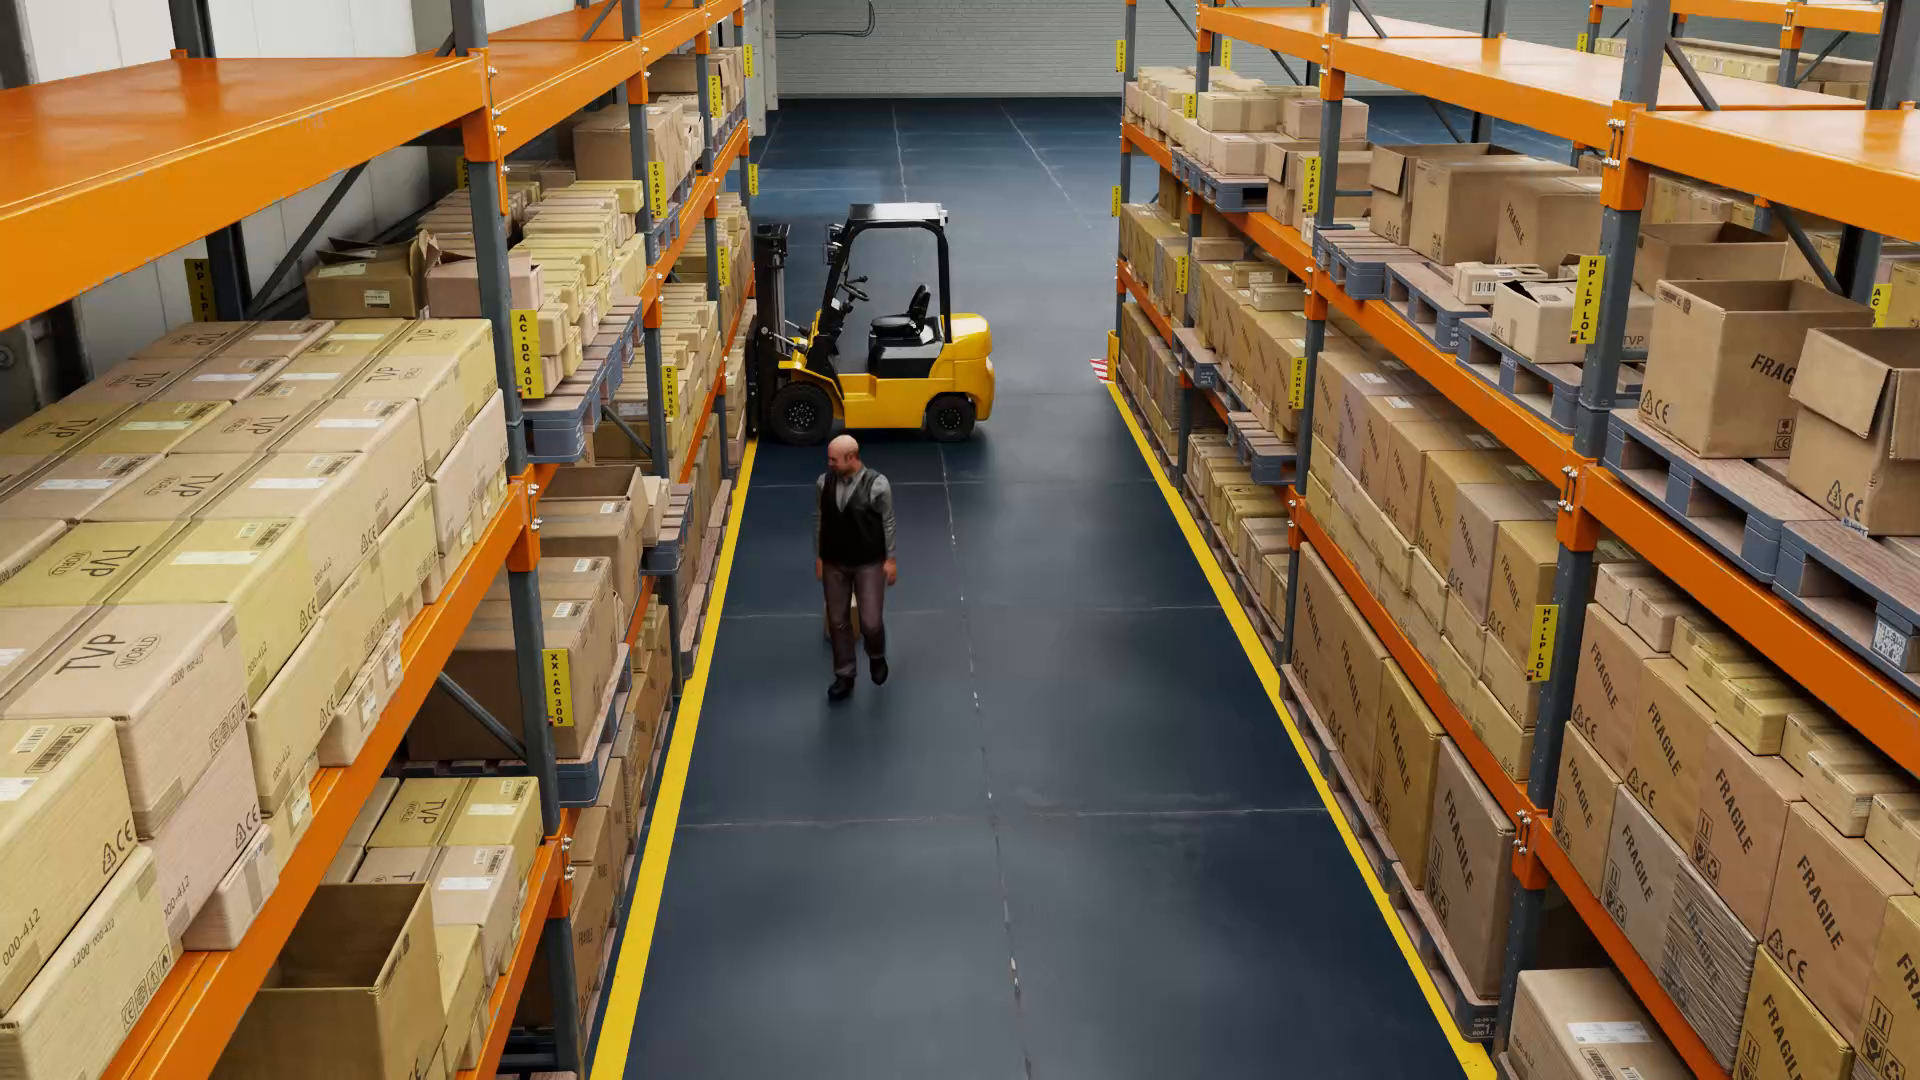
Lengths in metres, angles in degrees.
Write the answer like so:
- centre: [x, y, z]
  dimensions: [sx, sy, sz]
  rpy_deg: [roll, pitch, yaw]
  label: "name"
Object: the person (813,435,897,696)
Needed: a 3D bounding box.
- centre: [-0.696, 0.161, 10.620]
  dimensions: [0.559, 1.715, 0.472]
  rpy_deg: [7, 21, 17]
  label: "person"
